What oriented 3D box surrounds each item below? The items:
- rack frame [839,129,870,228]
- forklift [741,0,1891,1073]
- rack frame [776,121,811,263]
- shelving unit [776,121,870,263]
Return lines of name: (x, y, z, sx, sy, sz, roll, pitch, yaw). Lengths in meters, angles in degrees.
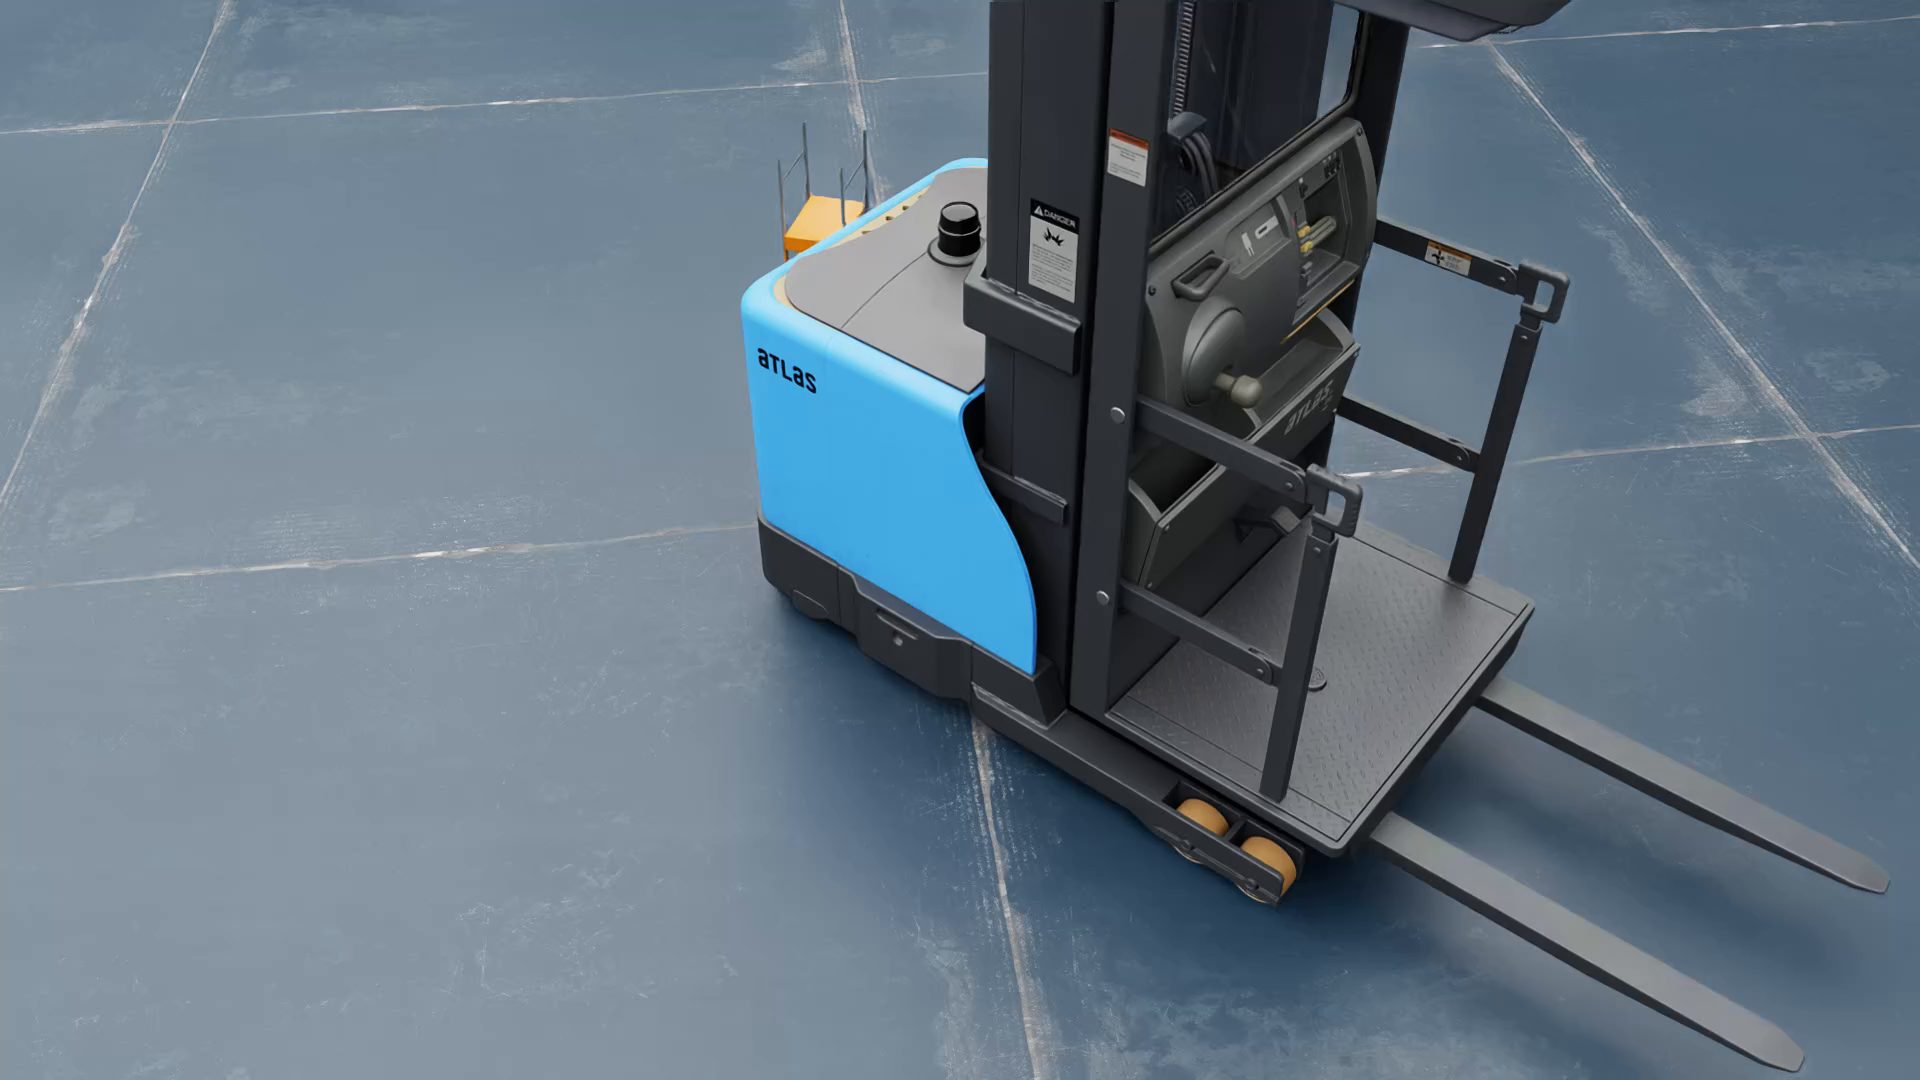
rack frame: (-0.302, -0.651, 5.074, 0.006, 1.200, 0.240, 10, 43, 11)
forklift: (0.864, -0.541, 3.727, 3.031, 2.843, 1.129, 29, 49, 28)
rack frame: (-0.479, -0.683, 5.109, 0.006, 1.200, 0.240, 10, 43, 11)
shelving unit: (-0.391, -0.667, 5.092, 0.189, 1.200, 0.258, 10, 43, 11)
